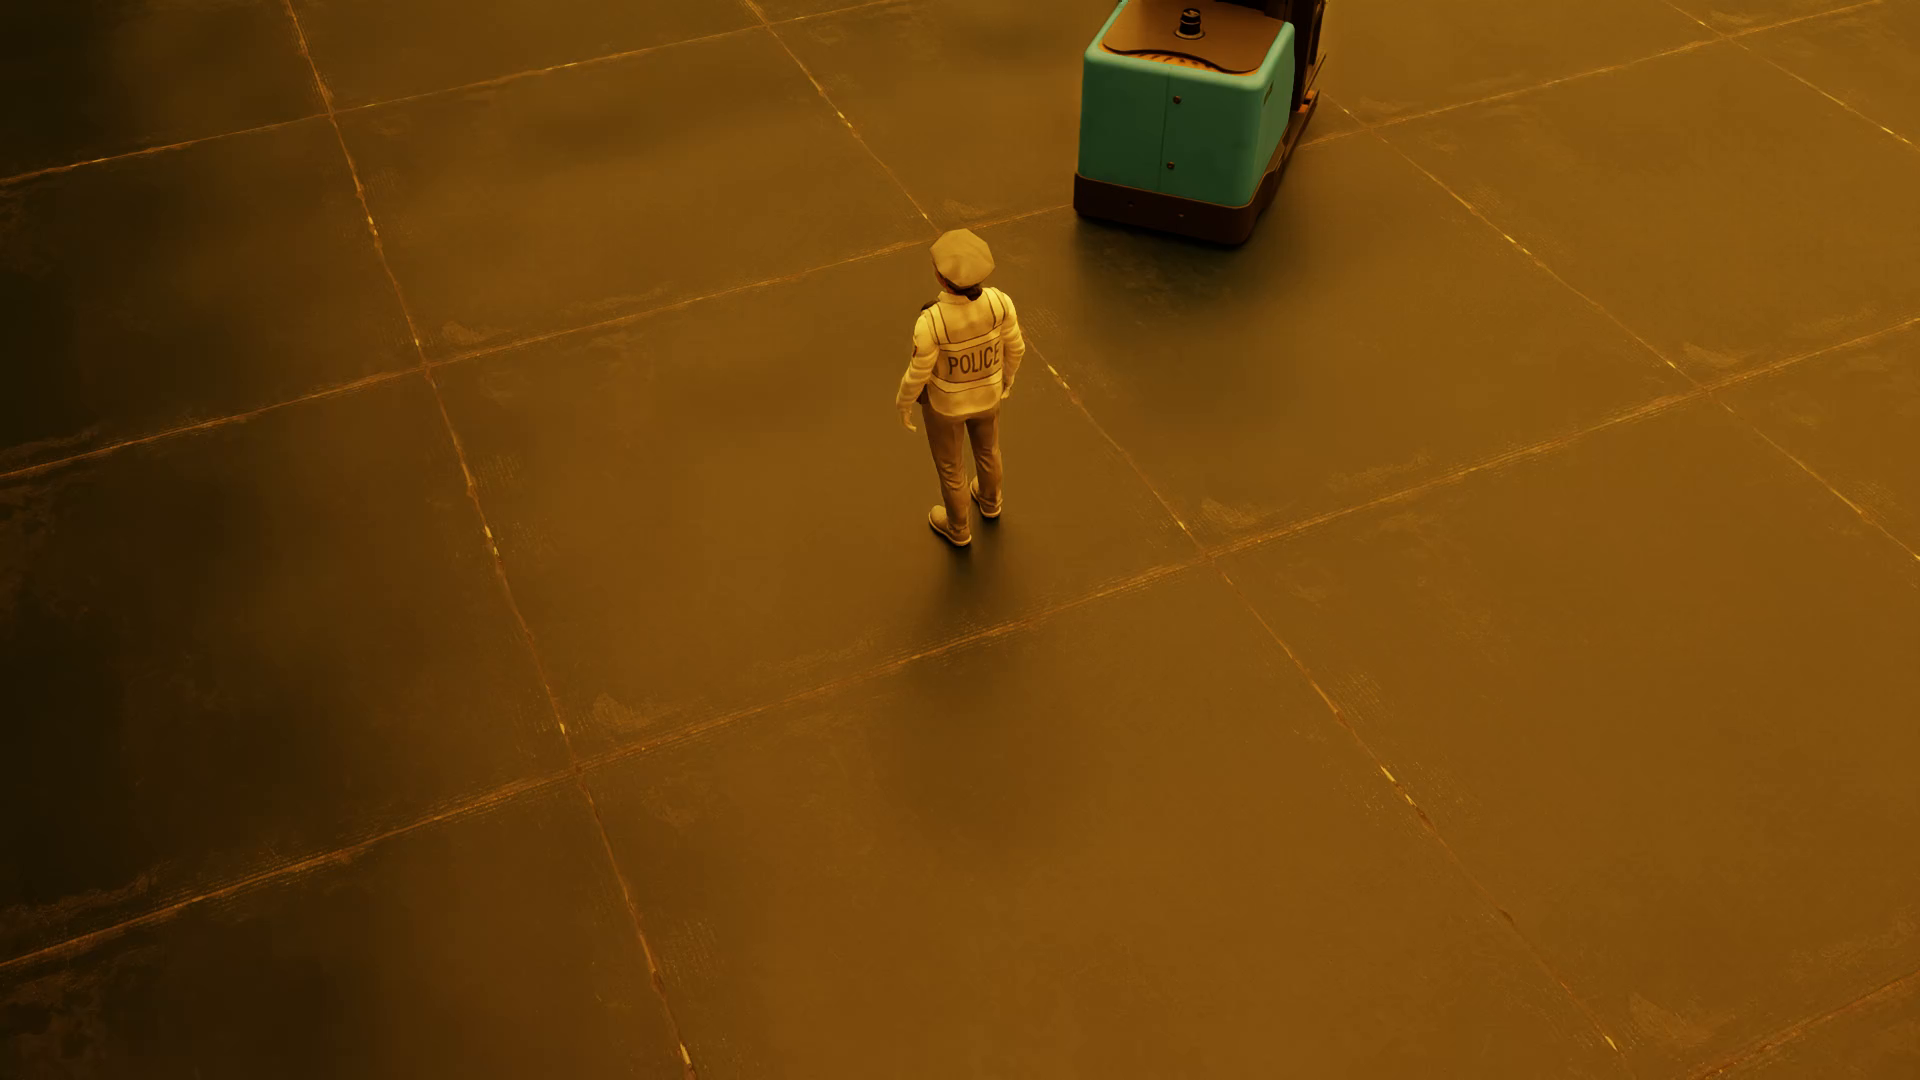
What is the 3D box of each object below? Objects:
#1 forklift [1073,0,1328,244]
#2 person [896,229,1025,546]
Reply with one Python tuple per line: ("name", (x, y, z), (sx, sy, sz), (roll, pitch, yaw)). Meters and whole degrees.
("forklift", (1.677, -3.785, 9.736), (1.130, 2.935, 3.031), (15, 45, 15))
("person", (-0.022, -0.668, 7.292), (0.588, 1.696, 0.533), (-18, 46, -18))
